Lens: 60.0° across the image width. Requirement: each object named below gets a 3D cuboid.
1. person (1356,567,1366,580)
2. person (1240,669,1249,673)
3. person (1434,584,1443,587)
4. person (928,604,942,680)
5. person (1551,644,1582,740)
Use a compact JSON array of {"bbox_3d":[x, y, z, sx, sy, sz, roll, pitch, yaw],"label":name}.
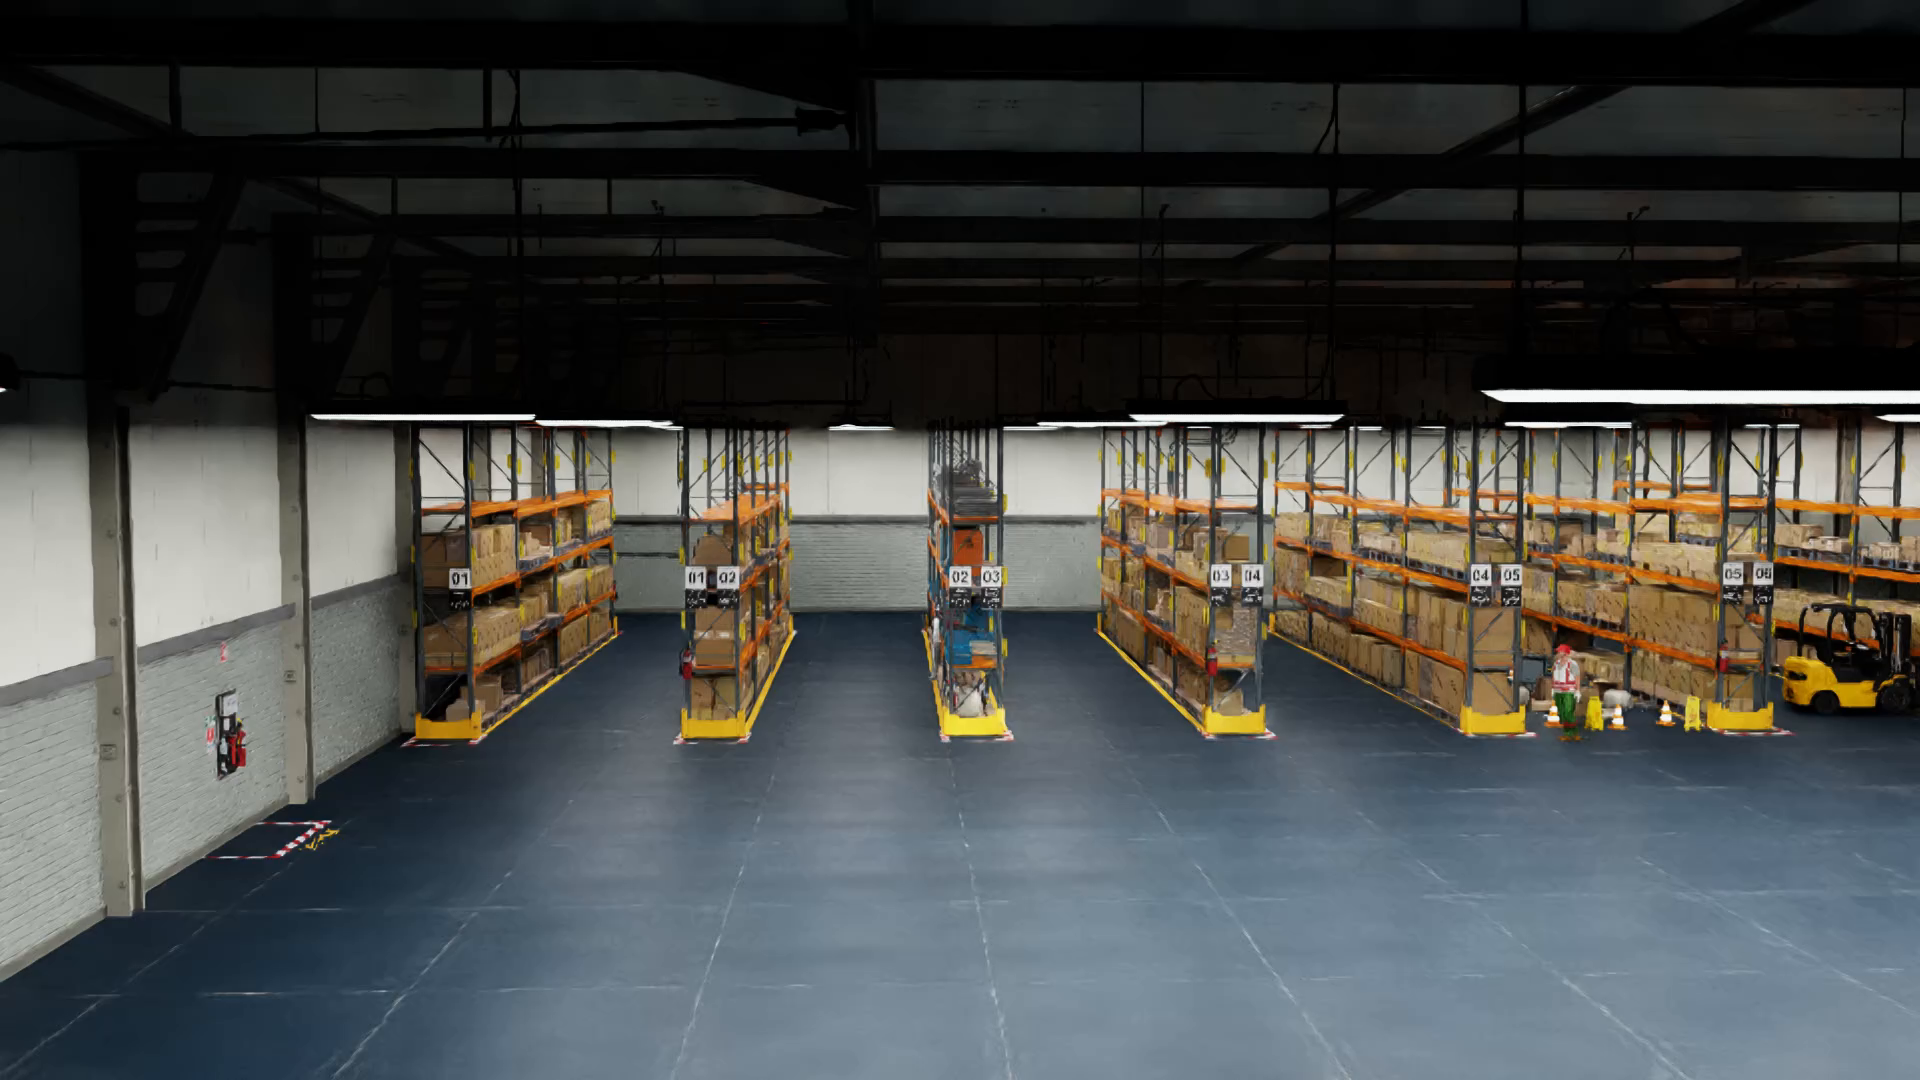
[{"bbox_3d":[12.254,1.639,50.599,0.531,1.615,0.509,-3,5,-38],"label":"person"},{"bbox_3d":[6.544,2.289,39.548,0.542,1.675,1.126,0,4,-1],"label":"person"},{"bbox_3d":[13.130,1.858,45.730,0.577,1.767,0.742,0,4,2],"label":"person"},{"bbox_3d":[-0.383,2.334,38.289,0.574,1.742,0.957,1,4,19],"label":"person"},{"bbox_3d":[11.220,2.814,30.739,0.388,1.783,0.624,-2,4,-34],"label":"person"}]
